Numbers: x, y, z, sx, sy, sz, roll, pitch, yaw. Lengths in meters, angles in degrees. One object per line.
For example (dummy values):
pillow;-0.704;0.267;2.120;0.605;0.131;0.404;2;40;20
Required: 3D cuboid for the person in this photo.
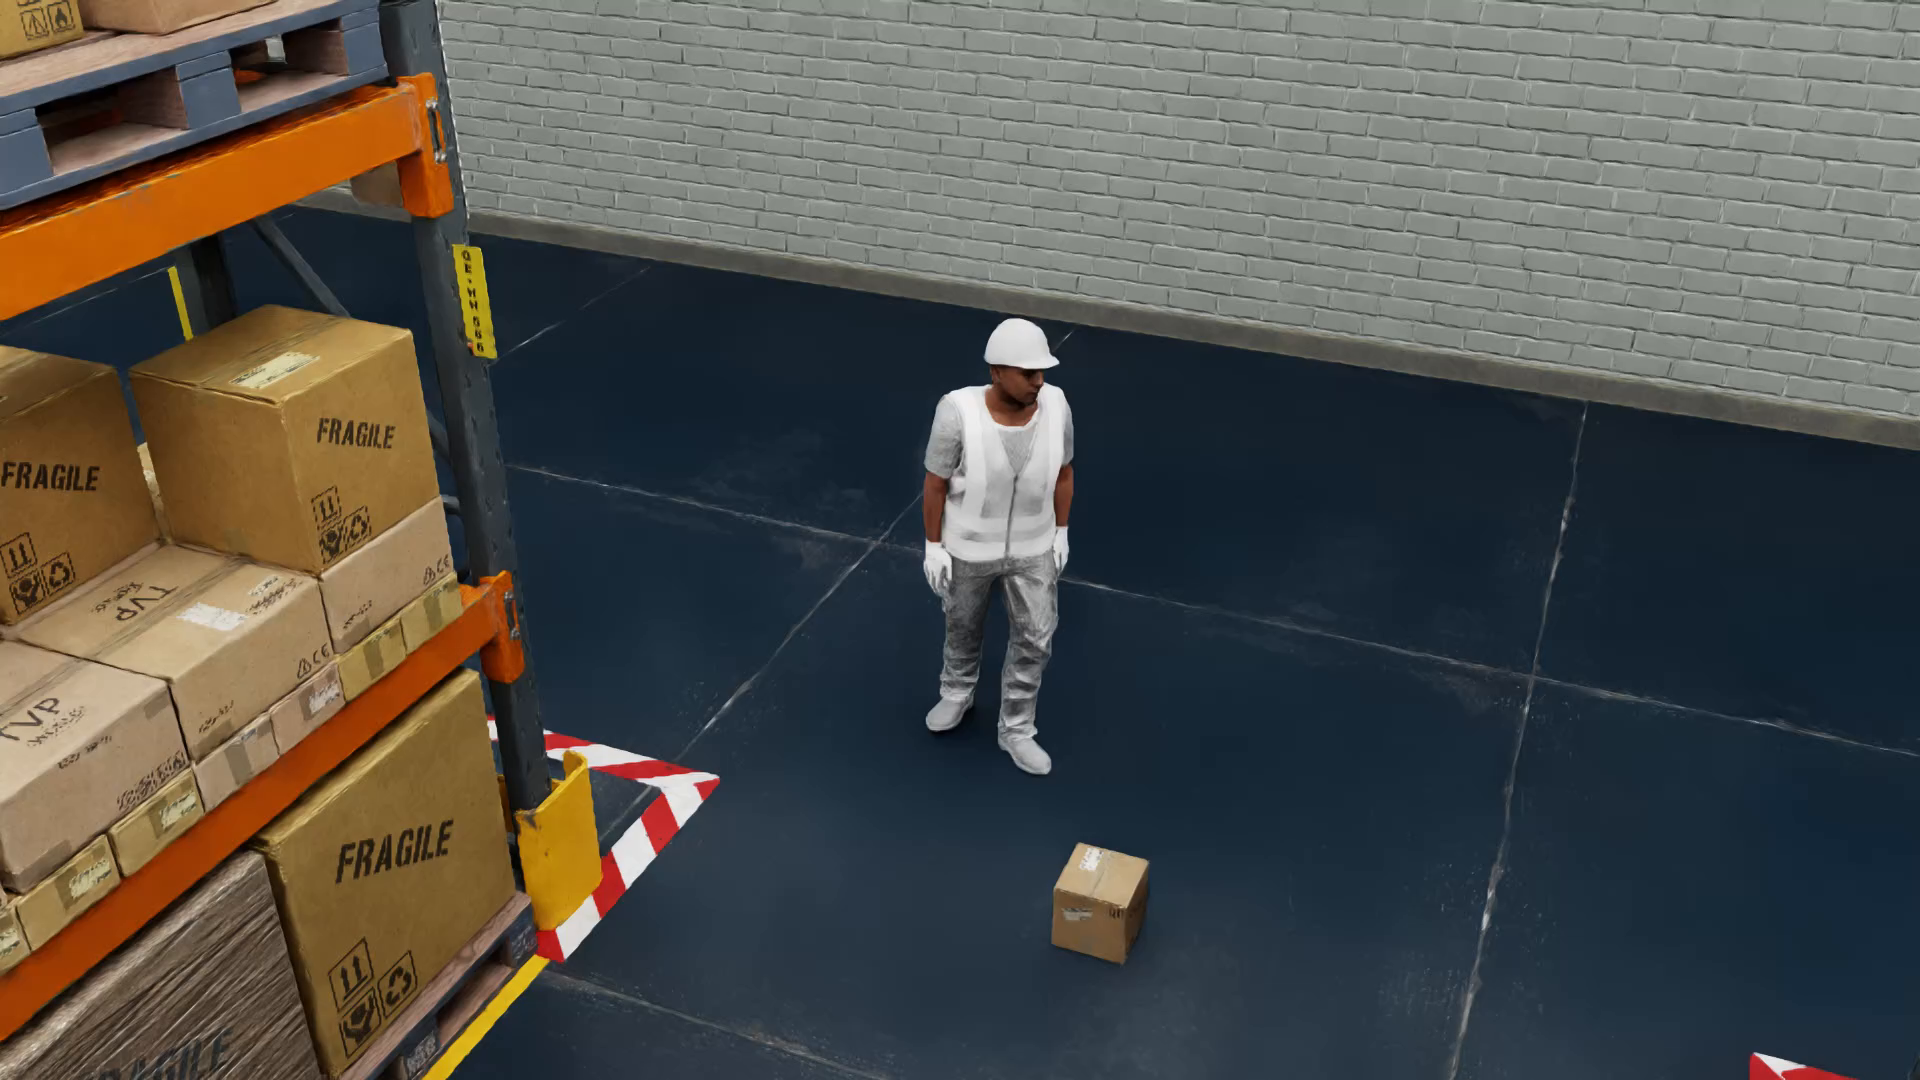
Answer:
person;0.141;0.007;6.096;0.574;1.777;0.568;-6;30;-10
